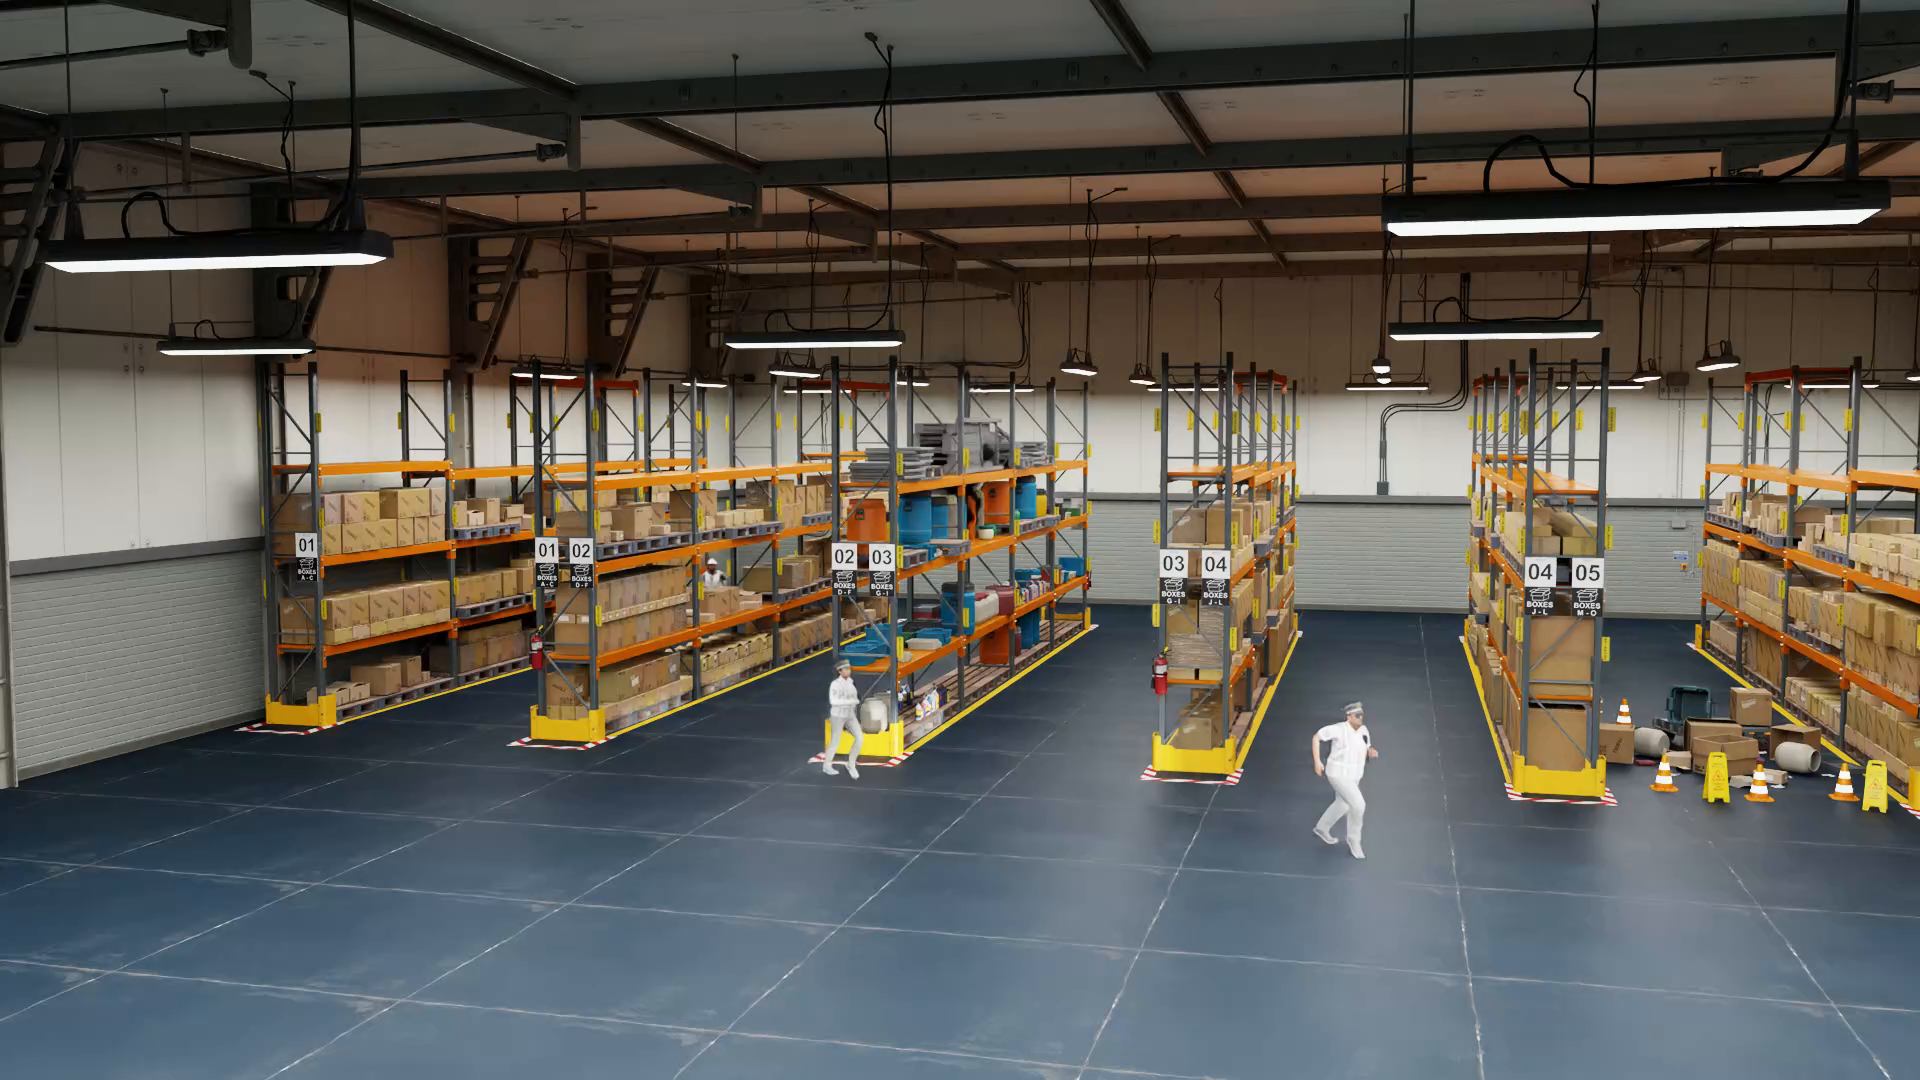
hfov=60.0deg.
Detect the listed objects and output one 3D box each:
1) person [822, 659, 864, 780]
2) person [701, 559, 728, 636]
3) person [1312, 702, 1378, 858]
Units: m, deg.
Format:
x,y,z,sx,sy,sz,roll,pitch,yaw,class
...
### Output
x,y,z,sx,sy,sz,roll,pitch,yaw,class
-1.616,2.512,23.408,0.711,1.706,0.611,4,6,45,person
-5.852,1.335,39.442,0.610,1.805,0.889,1,4,9,person
4.472,2.771,19.379,0.686,1.828,0.875,-3,5,-37,person
